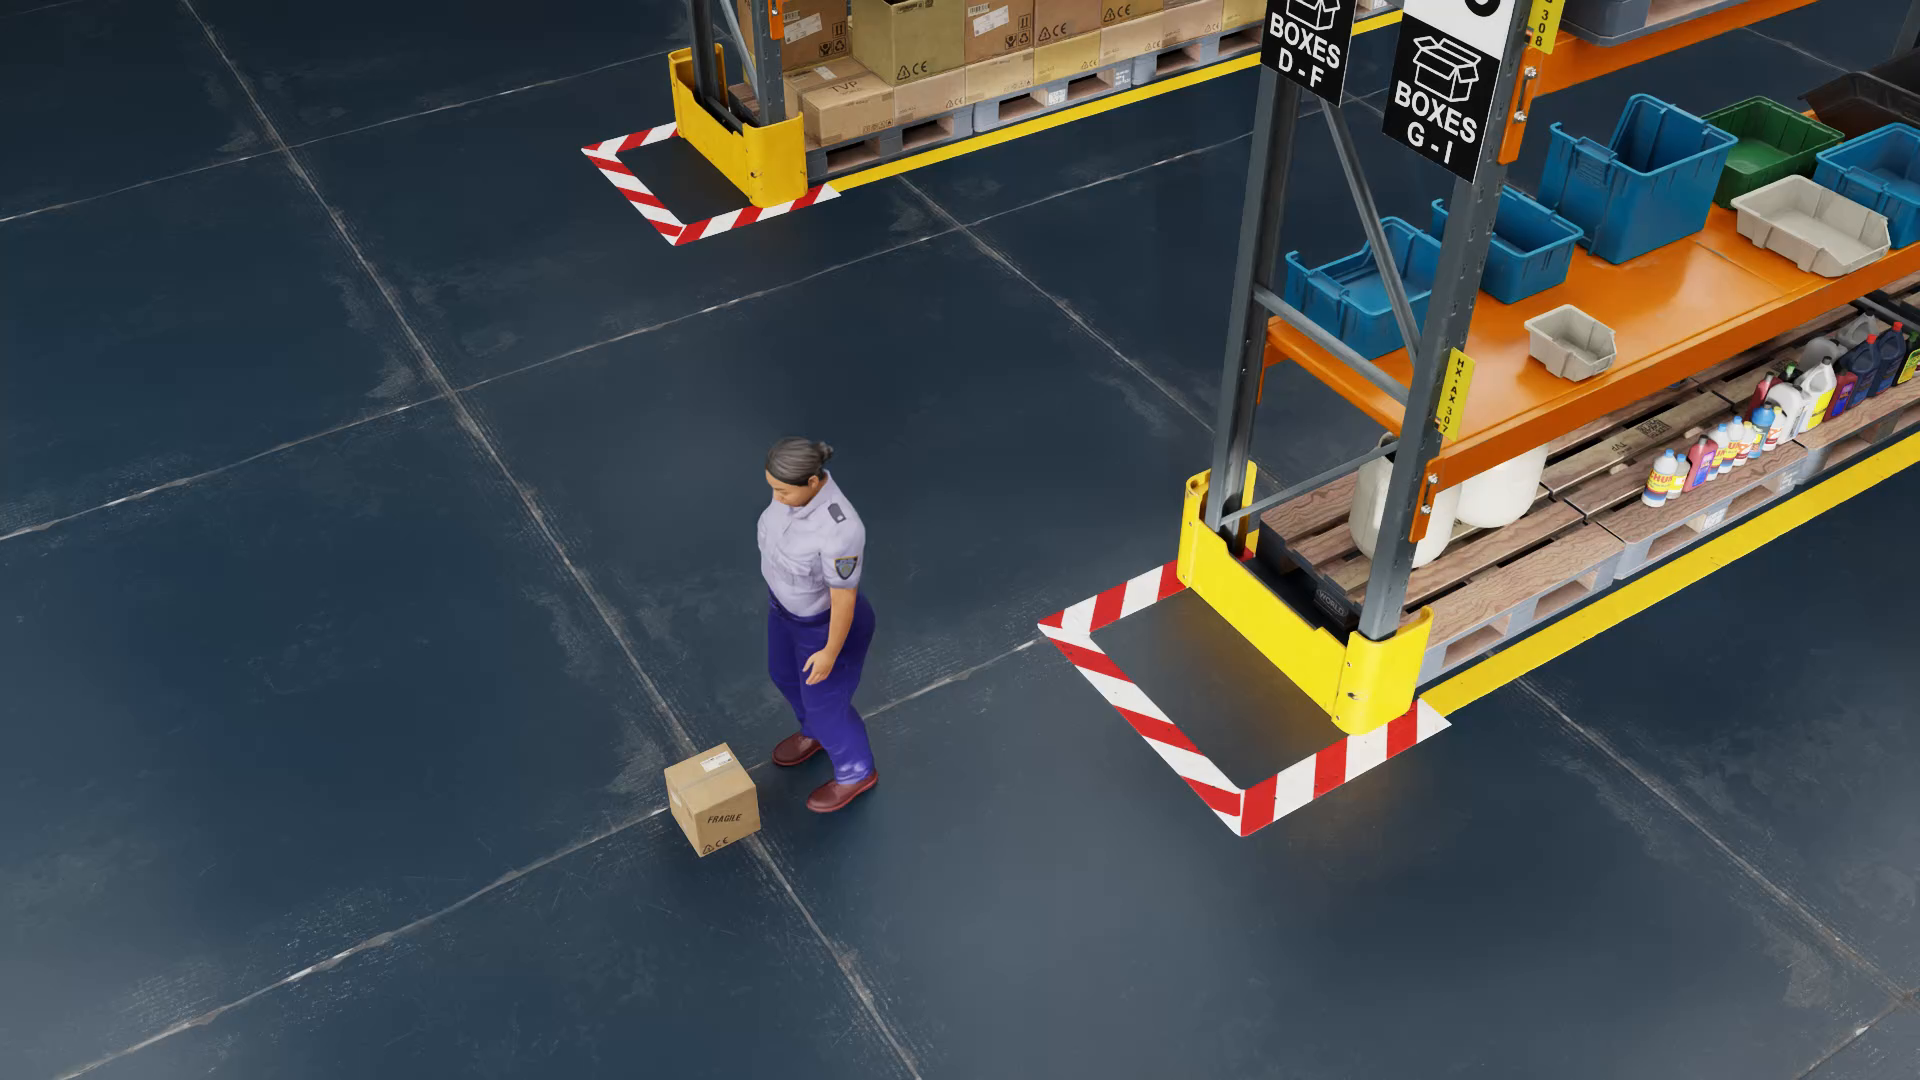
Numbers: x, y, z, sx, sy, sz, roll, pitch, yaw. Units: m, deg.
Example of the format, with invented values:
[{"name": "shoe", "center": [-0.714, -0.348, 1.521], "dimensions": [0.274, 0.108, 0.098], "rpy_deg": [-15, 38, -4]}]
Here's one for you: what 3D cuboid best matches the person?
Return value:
[{"name": "person", "center": [-0.492, 0.282, 5.864], "dimensions": [0.343, 1.635, 0.480], "rpy_deg": [-22, 46, -23]}]
